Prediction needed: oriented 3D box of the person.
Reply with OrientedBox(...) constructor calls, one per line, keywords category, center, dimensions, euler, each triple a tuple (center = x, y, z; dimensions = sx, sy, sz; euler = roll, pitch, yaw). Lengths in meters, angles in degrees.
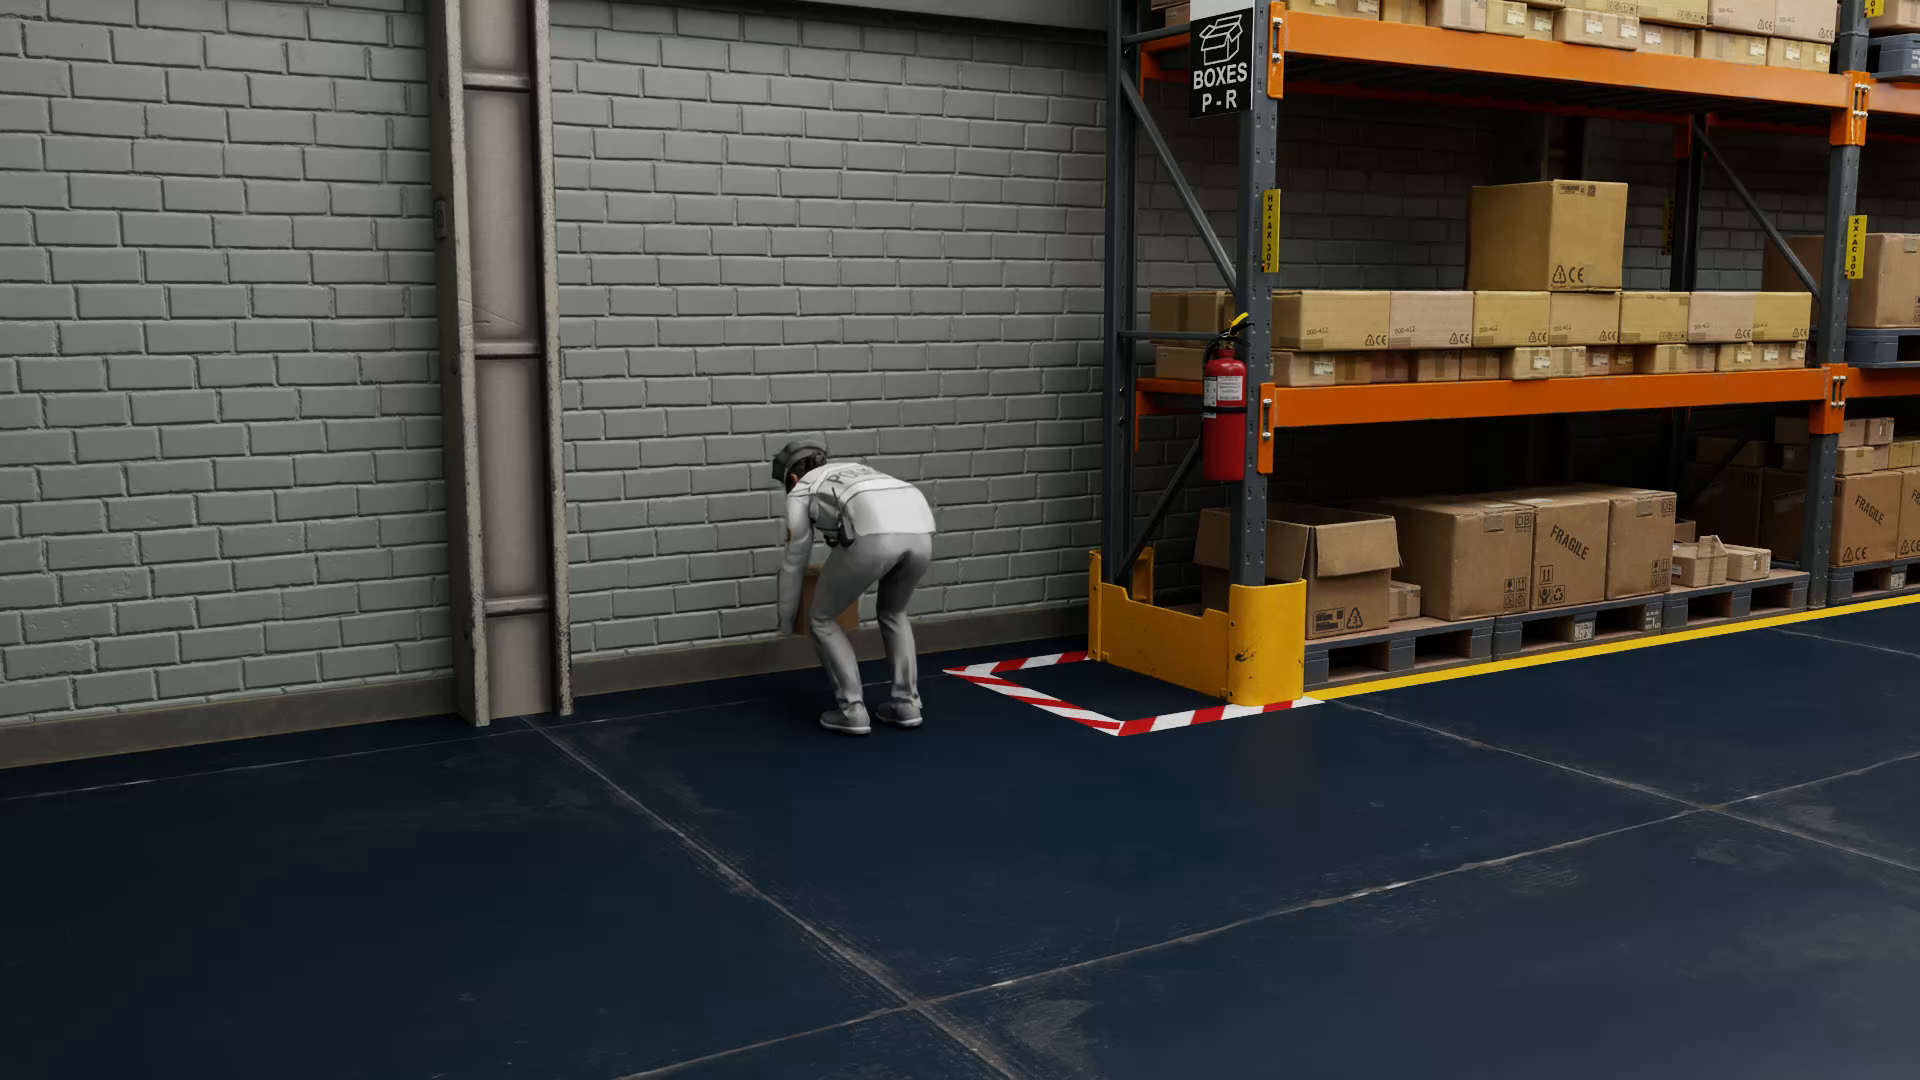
OrientedBox(category="person", center=(-0.451, 0.169, 6.634), dimensions=(0.449, 1.102, 0.920), euler=(-6, 10, -34))
